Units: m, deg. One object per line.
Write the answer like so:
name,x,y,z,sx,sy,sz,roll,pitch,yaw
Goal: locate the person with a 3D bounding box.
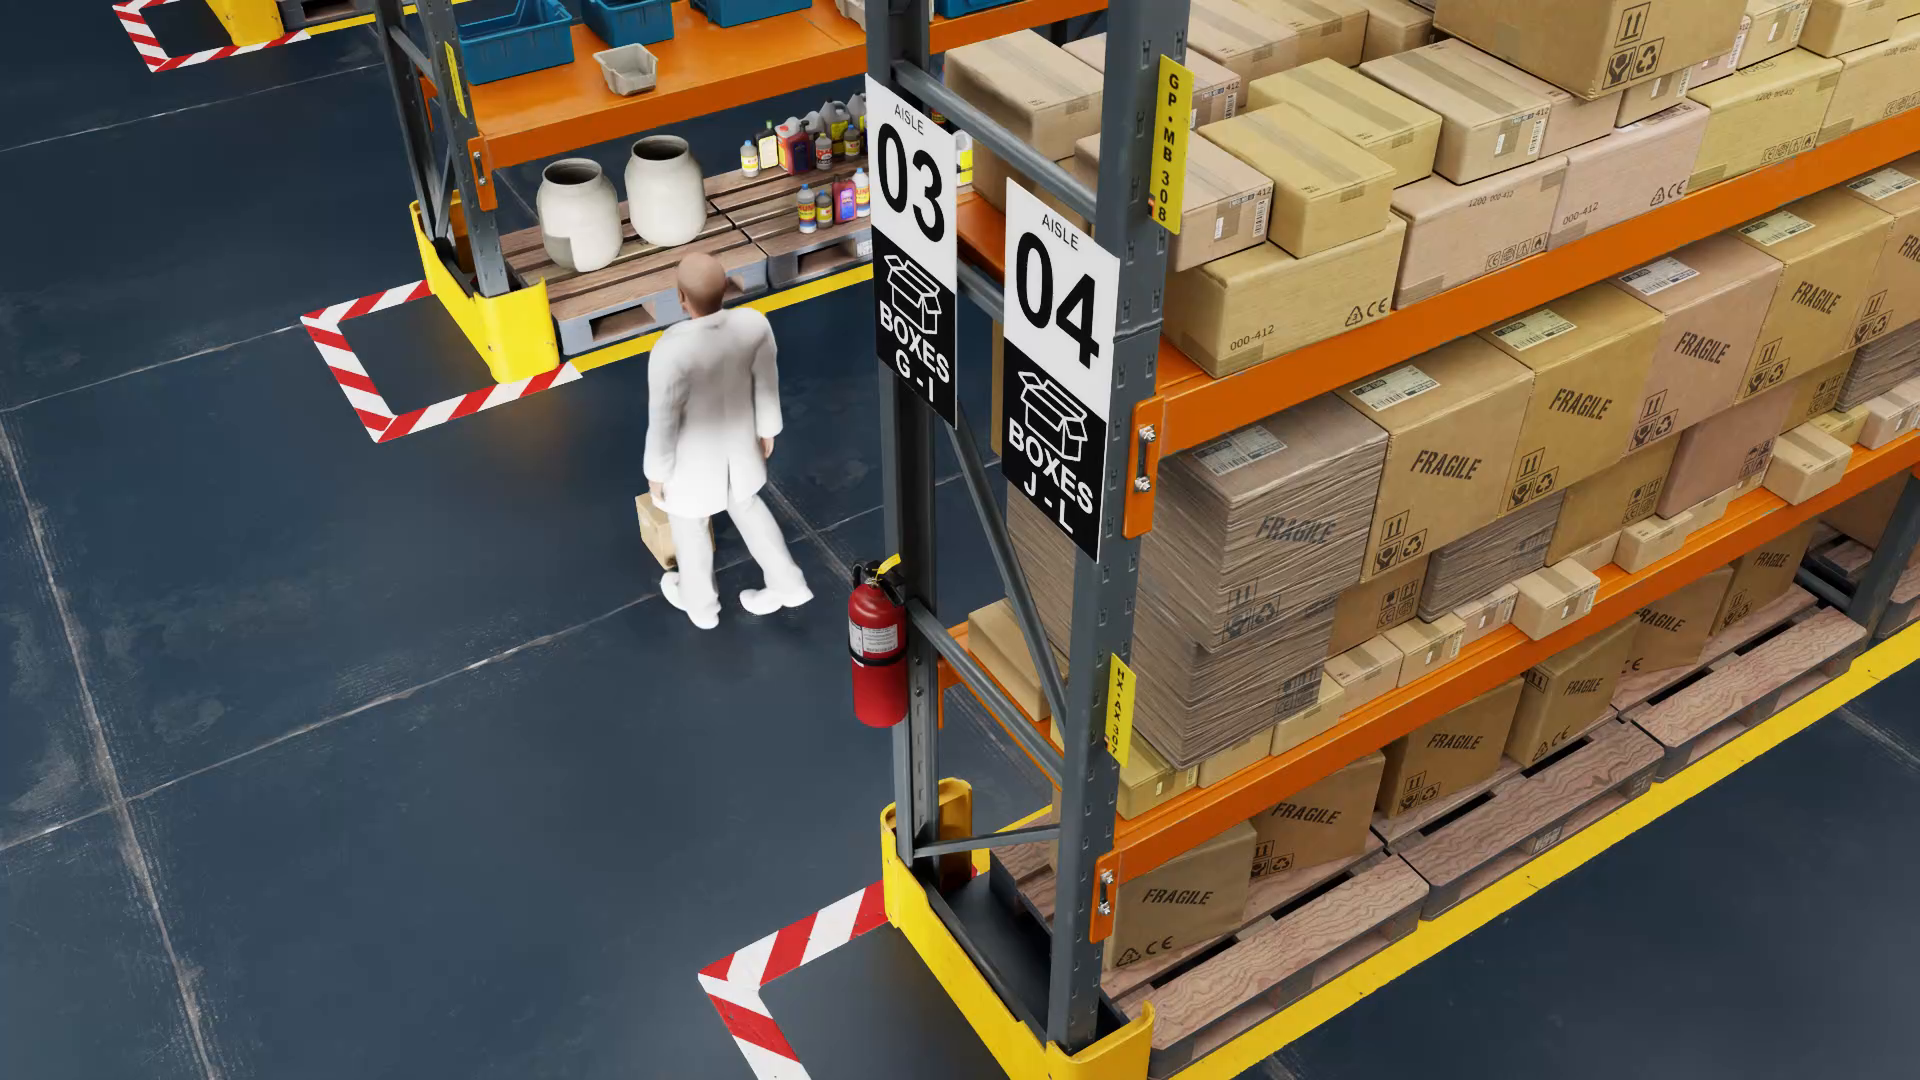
person,-1.004,-0.373,6.608,0.618,1.790,0.623,-29,48,-30
